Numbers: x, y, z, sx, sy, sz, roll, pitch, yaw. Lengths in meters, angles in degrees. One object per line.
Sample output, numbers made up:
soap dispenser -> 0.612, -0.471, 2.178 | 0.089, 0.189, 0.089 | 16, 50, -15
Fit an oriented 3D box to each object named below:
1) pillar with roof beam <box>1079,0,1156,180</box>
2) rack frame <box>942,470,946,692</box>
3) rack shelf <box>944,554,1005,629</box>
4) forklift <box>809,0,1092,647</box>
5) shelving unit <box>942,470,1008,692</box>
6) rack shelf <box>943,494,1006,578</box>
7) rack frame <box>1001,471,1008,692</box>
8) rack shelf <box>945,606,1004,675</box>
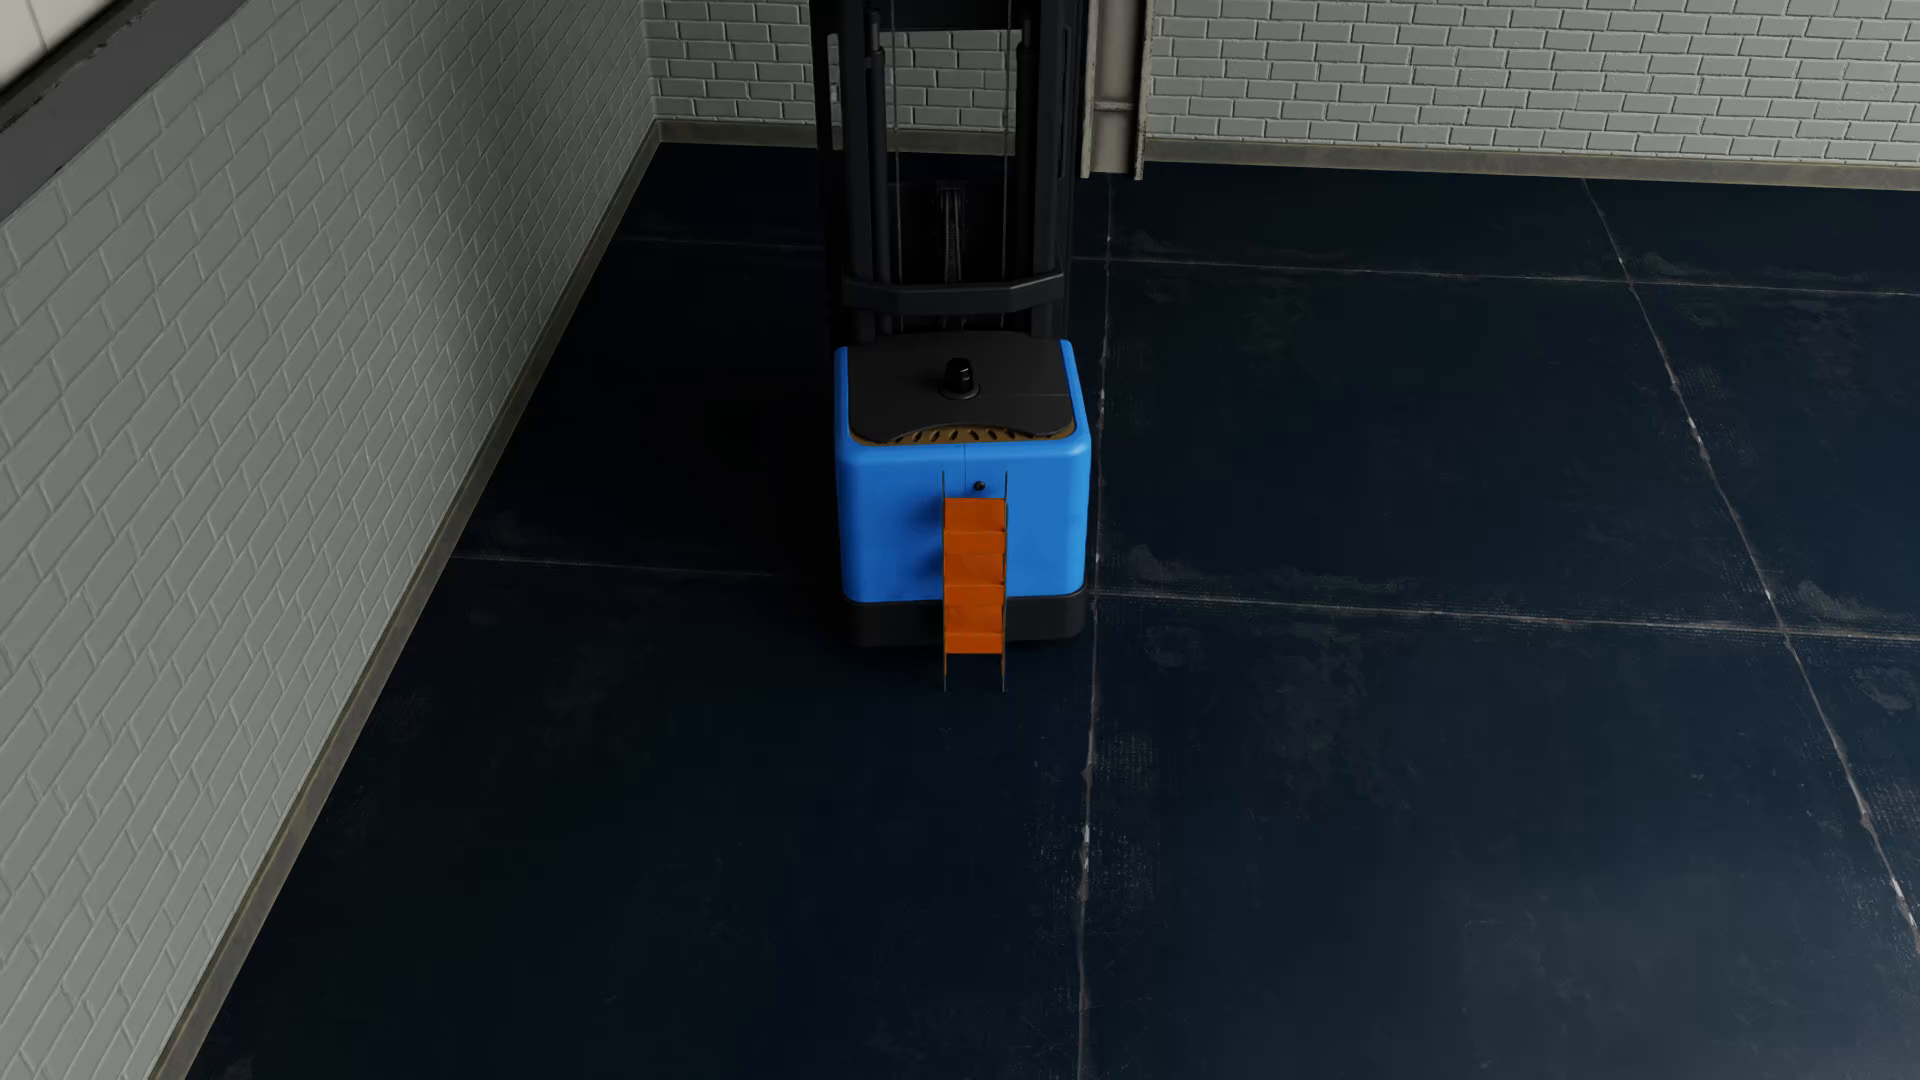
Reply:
pillar with roof beam -> 0.601, -3.174, 4.522 | 0.400, 9.000, 9.100 | 3, 39, 4
rack frame -> -0.064, 0.185, 6.681 | 0.008, 1.050, 0.200 | 0, 43, 0
rack shelf -> 0.058, 0.193, 6.687 | 0.240, 0.259, 0.215 | 0, 43, 0
forklift -> -0.072, -1.595, 7.388 | 1.130, 2.935, 3.031 | -2, 39, -3
shelving unit -> 0.058, 0.185, 6.680 | 0.252, 1.050, 0.215 | 0, 43, 0
rack shelf -> 0.057, -0.015, 6.494 | 0.240, 0.259, 0.215 | 0, 43, 0
rack frame -> 0.180, 0.185, 6.680 | 0.008, 1.050, 0.200 | 0, 43, 0
rack shelf -> 0.058, 0.396, 6.877 | 0.240, 0.259, 0.215 | 0, 43, 0
